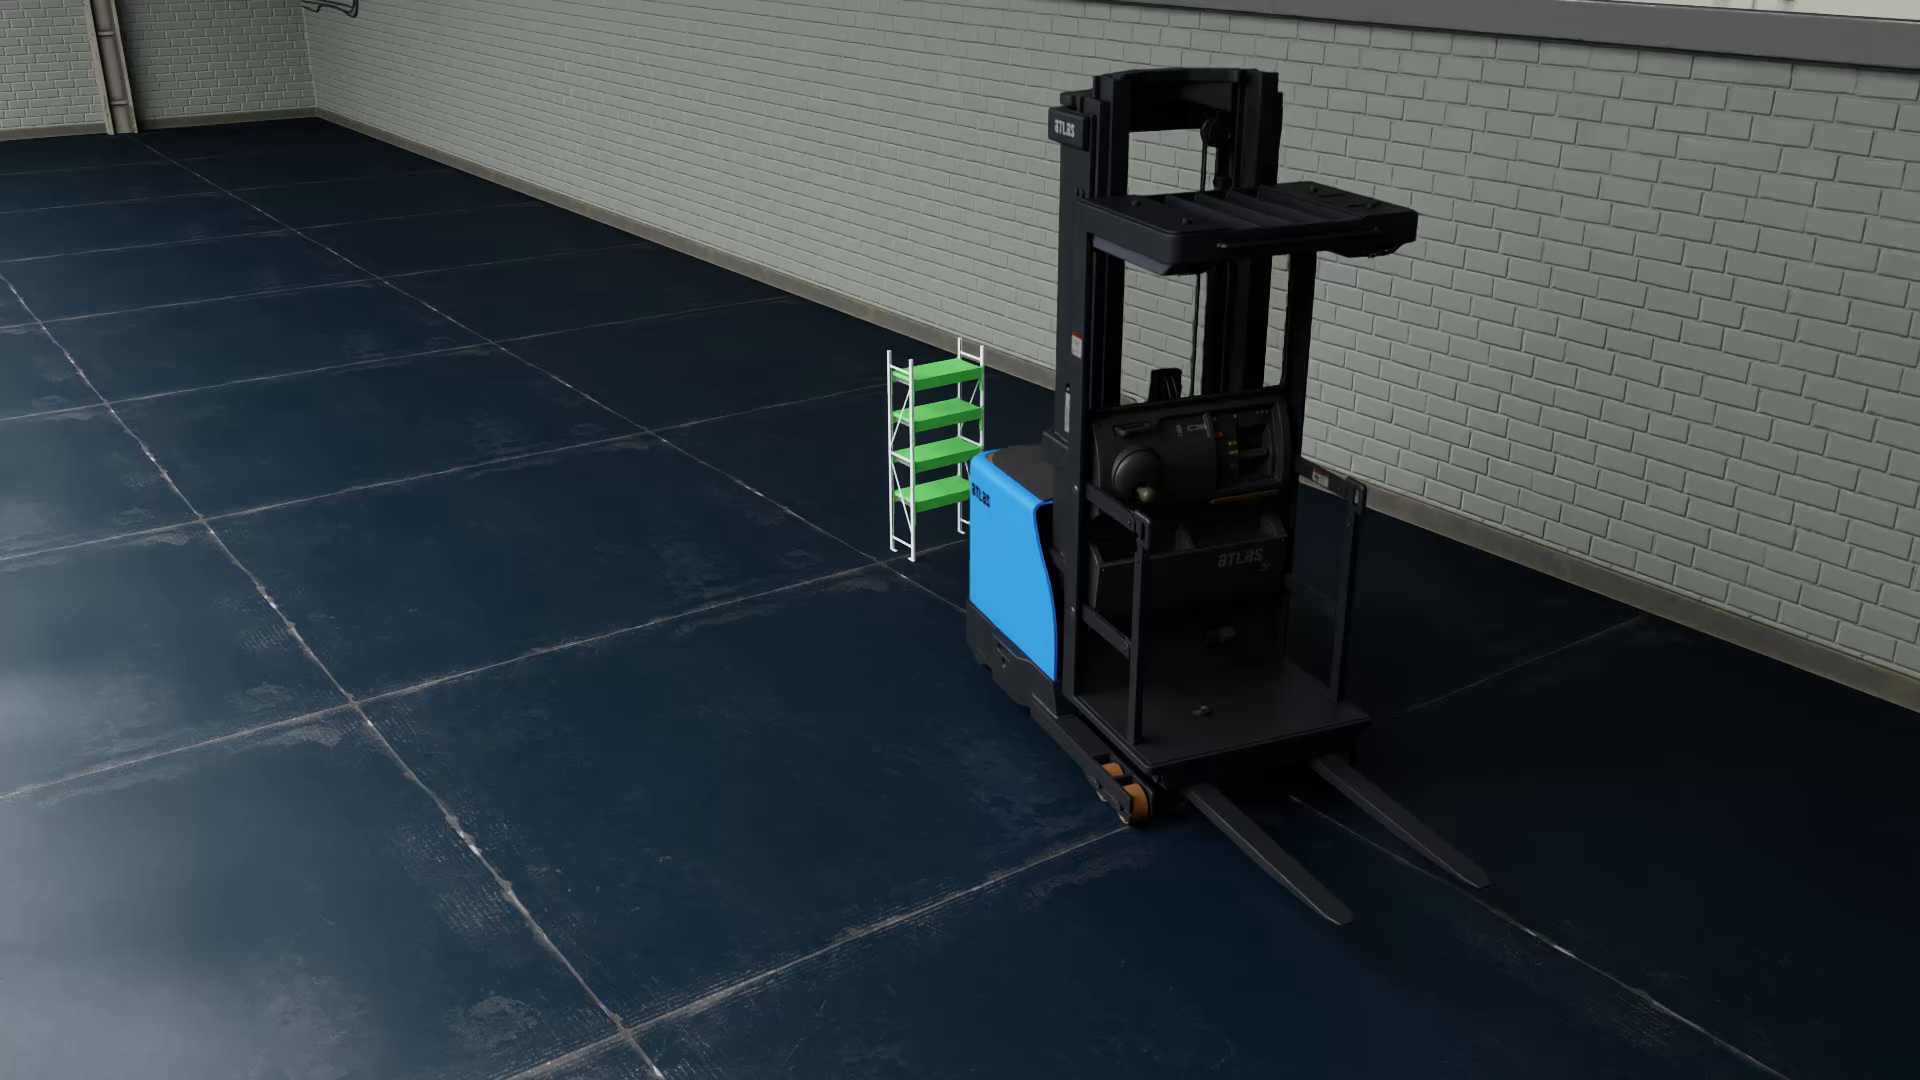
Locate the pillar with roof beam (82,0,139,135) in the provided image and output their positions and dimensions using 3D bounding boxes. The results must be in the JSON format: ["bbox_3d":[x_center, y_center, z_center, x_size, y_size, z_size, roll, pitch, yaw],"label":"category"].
[{"bbox_3d":[-10.399,-9.167,20.728,0.400,9.000,9.100,-15,26,-33],"label":"pillar with roof beam"}]

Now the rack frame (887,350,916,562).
[{"bbox_3d":[-0.332,-0.469,9.452,0.015,1.200,0.240,-15,26,-33],"label":"rack frame"}]

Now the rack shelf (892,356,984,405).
[{"bbox_3d":[-0.134,-0.908,9.430,0.480,0.148,0.258,-15,26,-33],"label":"rack shelf"}]

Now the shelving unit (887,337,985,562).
[{"bbox_3d":[-0.134,-0.521,9.584,0.503,1.200,0.258,-15,26,-33],"label":"shelving unit"}]

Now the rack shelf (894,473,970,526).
[{"bbox_3d":[-0.134,-0.239,9.697,0.480,0.148,0.258,-15,26,-33],"label":"rack shelf"}]

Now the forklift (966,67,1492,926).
[{"bbox_3d":[1.068,-0.357,6.835,1.130,2.935,3.031,-9,23,-21],"label":"forklift"}]

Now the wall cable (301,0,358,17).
[{"bbox_3d":[-9.750,-9.260,25.150,0.112,2.526,3.097,-15,26,-33],"label":"wall cable"}]

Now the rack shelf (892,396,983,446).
[{"bbox_3d":[-0.134,-0.685,9.519,0.480,0.148,0.258,-15,26,-33],"label":"rack shelf"}]

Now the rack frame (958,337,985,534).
[{"bbox_3d":[0.064,-0.574,9.717,0.015,1.200,0.240,-15,26,-33],"label":"rack frame"}]

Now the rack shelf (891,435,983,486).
[{"bbox_3d":[-0.134,-0.462,9.608,0.480,0.148,0.258,-15,26,-33],"label":"rack shelf"}]
